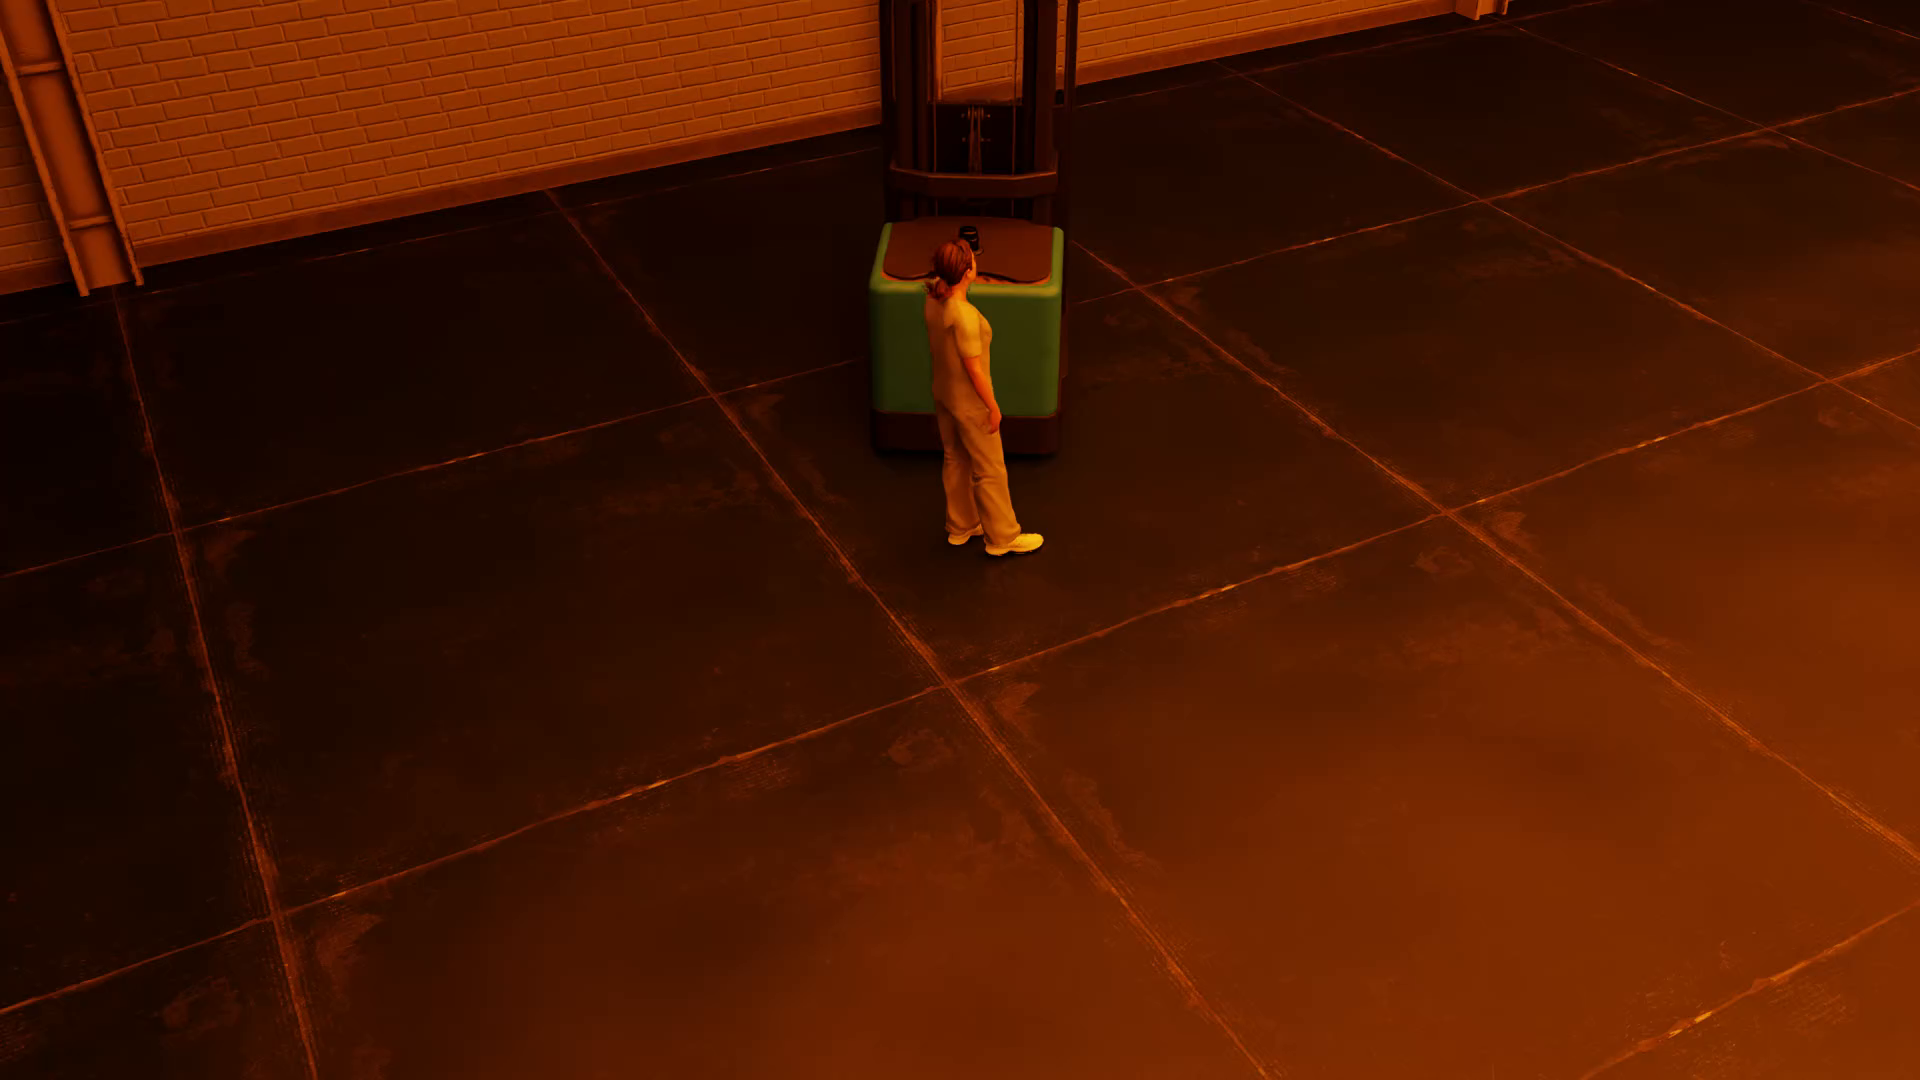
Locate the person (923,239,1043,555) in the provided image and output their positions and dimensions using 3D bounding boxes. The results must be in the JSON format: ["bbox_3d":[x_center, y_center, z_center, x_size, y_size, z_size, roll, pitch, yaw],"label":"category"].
[{"bbox_3d":[0.078,-0.717,8.223,0.521,1.675,0.571,-18,39,-24],"label":"person"}]

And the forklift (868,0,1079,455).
[{"bbox_3d":[0.120,-2.497,9.656,1.130,2.935,3.031,2,35,3],"label":"forklift"}]
